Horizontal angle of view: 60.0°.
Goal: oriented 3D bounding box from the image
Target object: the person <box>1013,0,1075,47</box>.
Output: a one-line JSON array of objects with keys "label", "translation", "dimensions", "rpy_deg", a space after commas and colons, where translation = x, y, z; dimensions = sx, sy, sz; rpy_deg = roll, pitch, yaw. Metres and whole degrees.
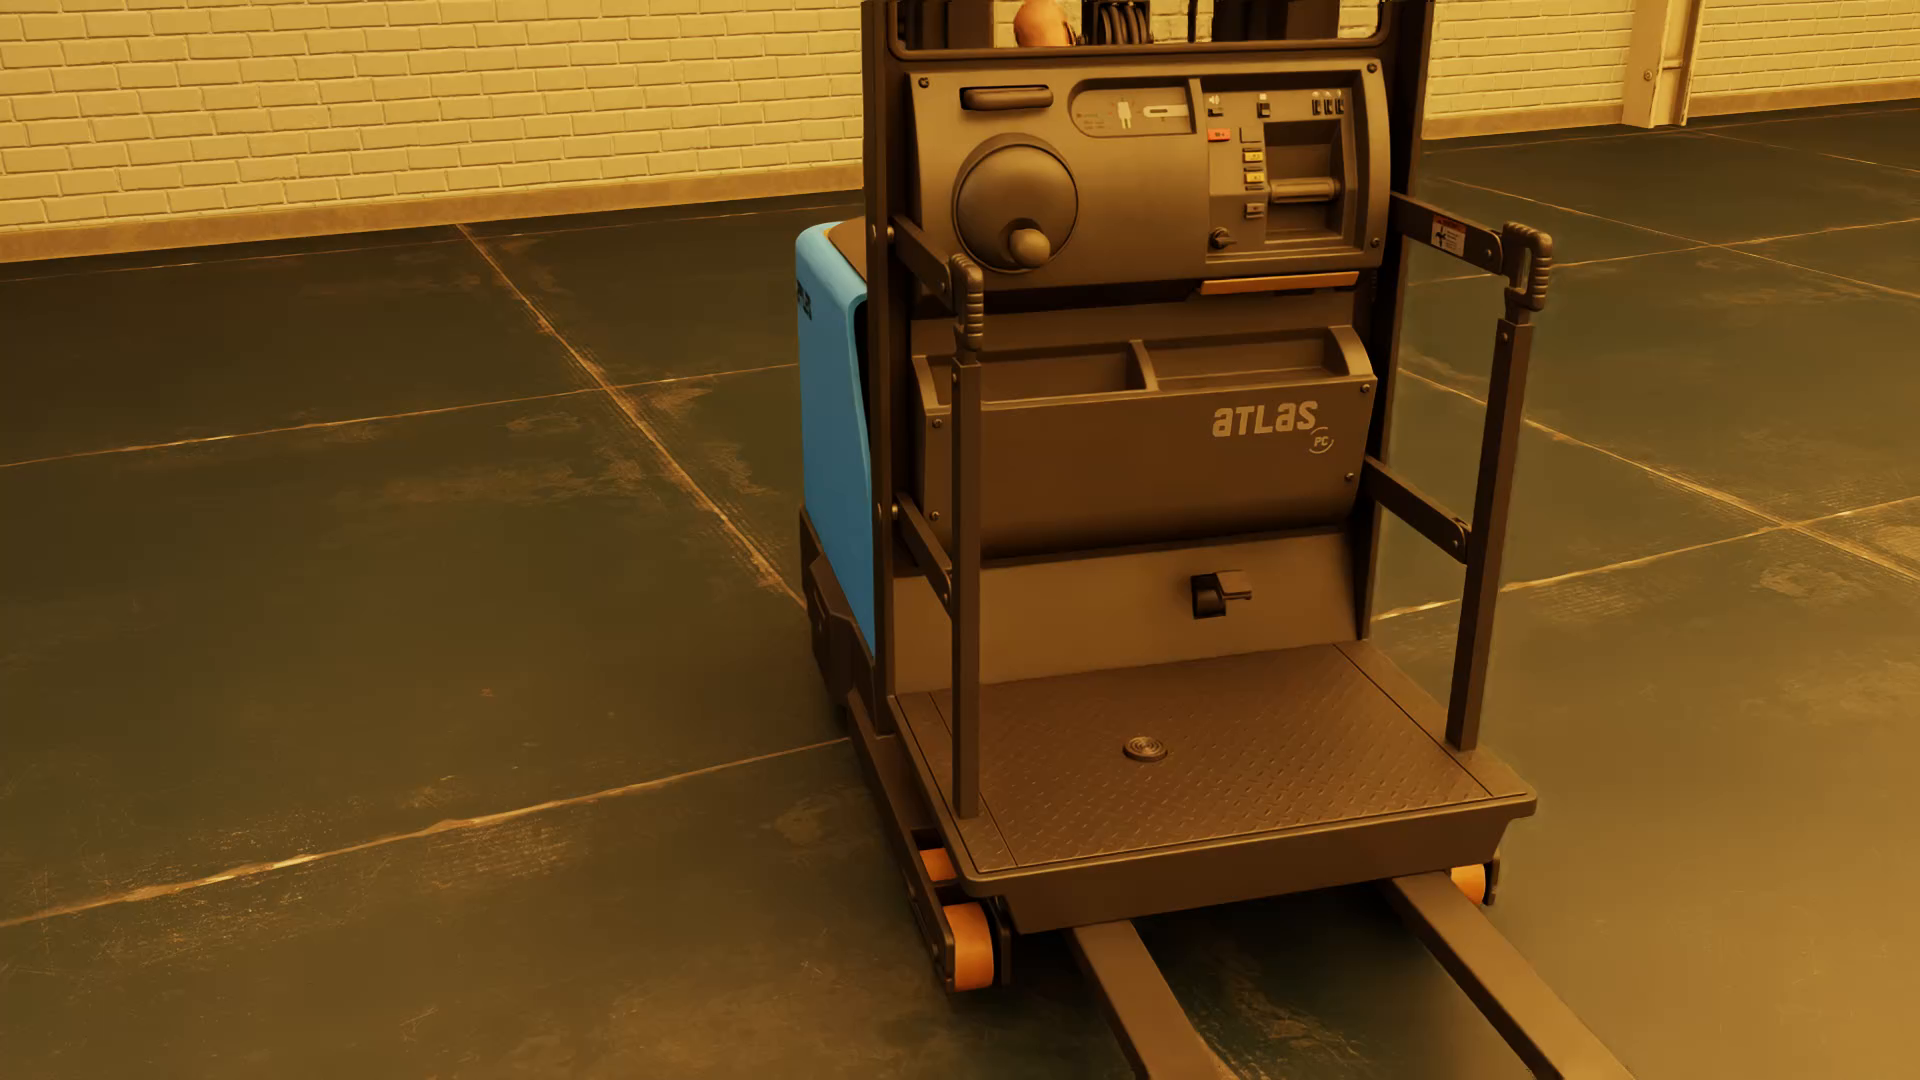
[{"label": "person", "translation": [0.510, -0.810, 5.002], "dimensions": [0.862, 1.554, 0.869], "rpy_deg": [-15, 27, -32]}]

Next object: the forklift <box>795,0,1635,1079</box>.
[{"label": "forklift", "translation": [0.422, -0.677, 2.917], "dimensions": [1.130, 2.935, 3.031], "rpy_deg": [-6, 23, -13]}]
